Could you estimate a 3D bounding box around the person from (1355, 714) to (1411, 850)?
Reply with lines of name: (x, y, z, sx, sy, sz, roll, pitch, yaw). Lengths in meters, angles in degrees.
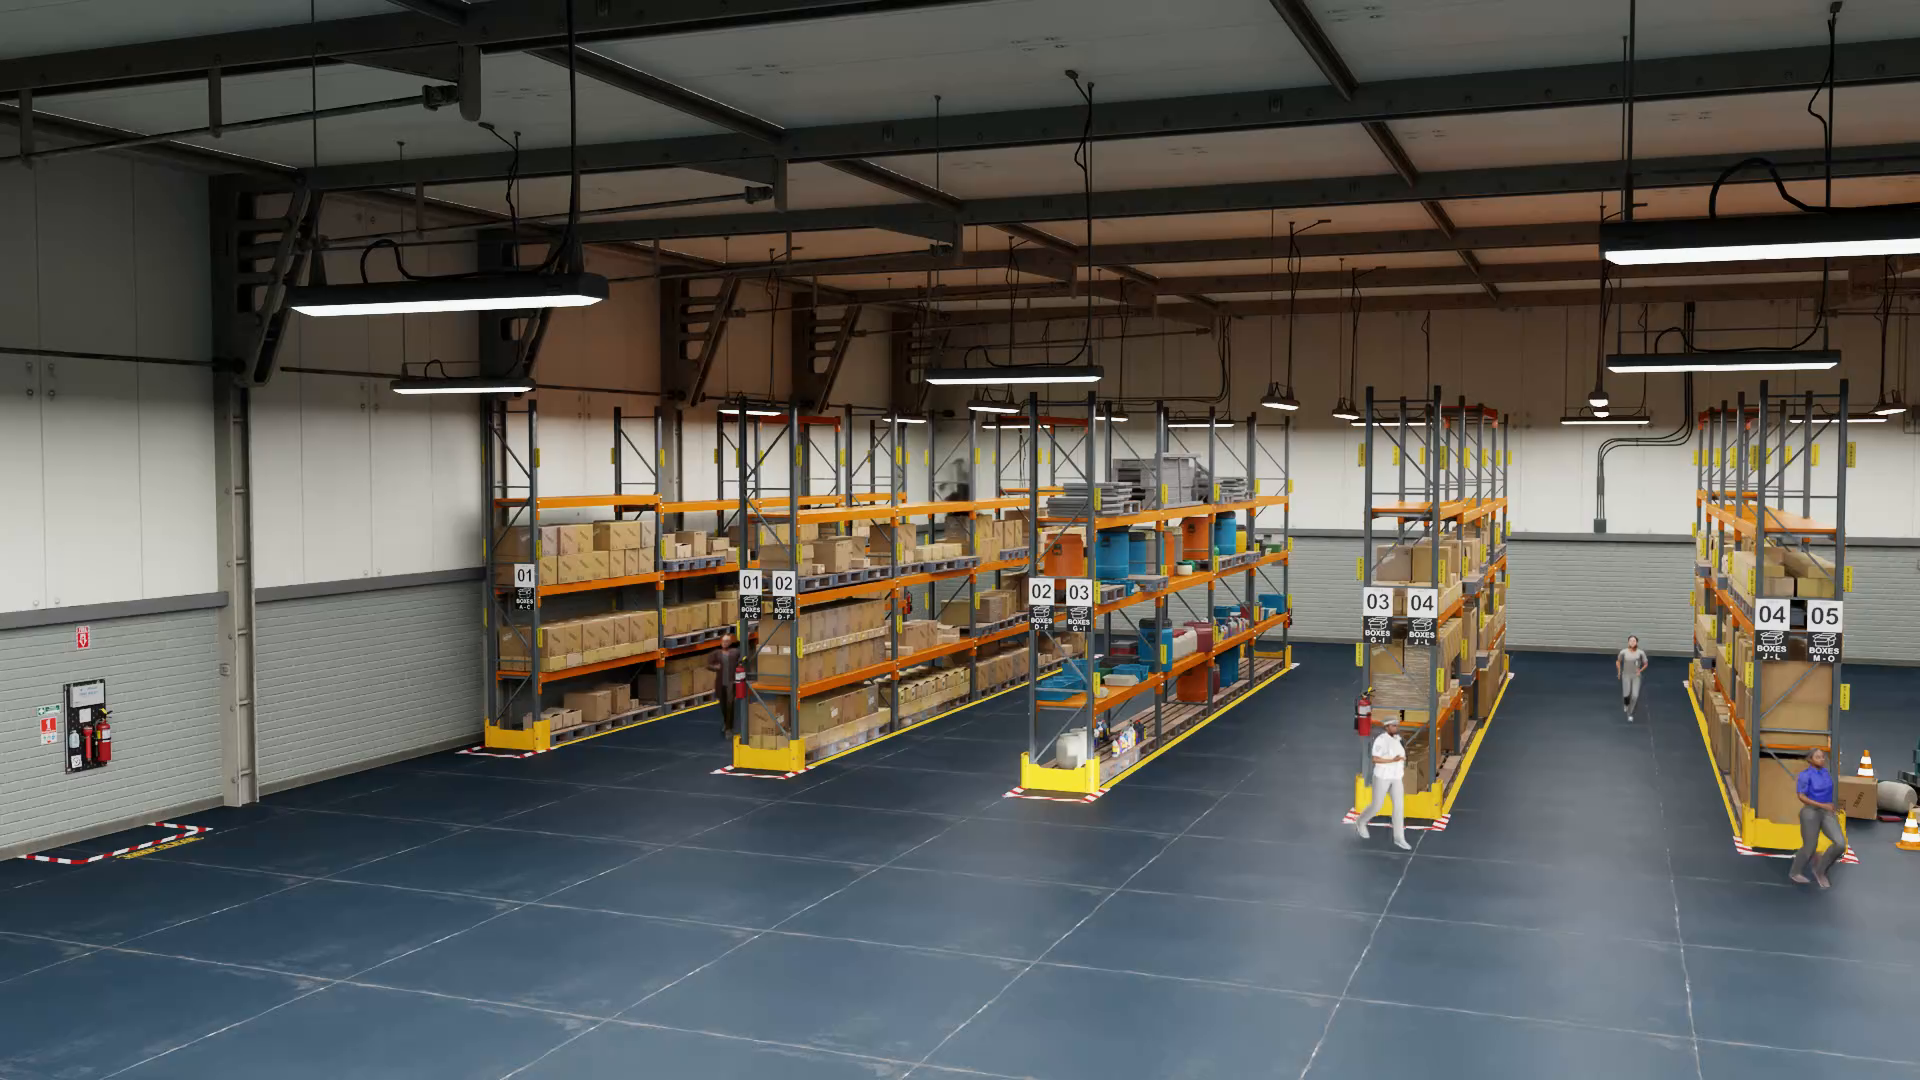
person: (5.507, 3.070, 21.431, 0.586, 1.684, 0.934, -1, 3, -26)

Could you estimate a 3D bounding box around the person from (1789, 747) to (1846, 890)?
person: (9.978, 3.240, 19.342, 0.576, 1.642, 0.654, -1, 3, -17)

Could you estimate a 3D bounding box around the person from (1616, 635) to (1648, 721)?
person: (12.810, 2.633, 31.712, 0.569, 1.627, 0.562, 1, 3, 23)

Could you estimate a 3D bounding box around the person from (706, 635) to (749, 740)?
person: (-4.201, 2.625, 29.963, 0.705, 1.846, 0.898, 0, 3, 6)
